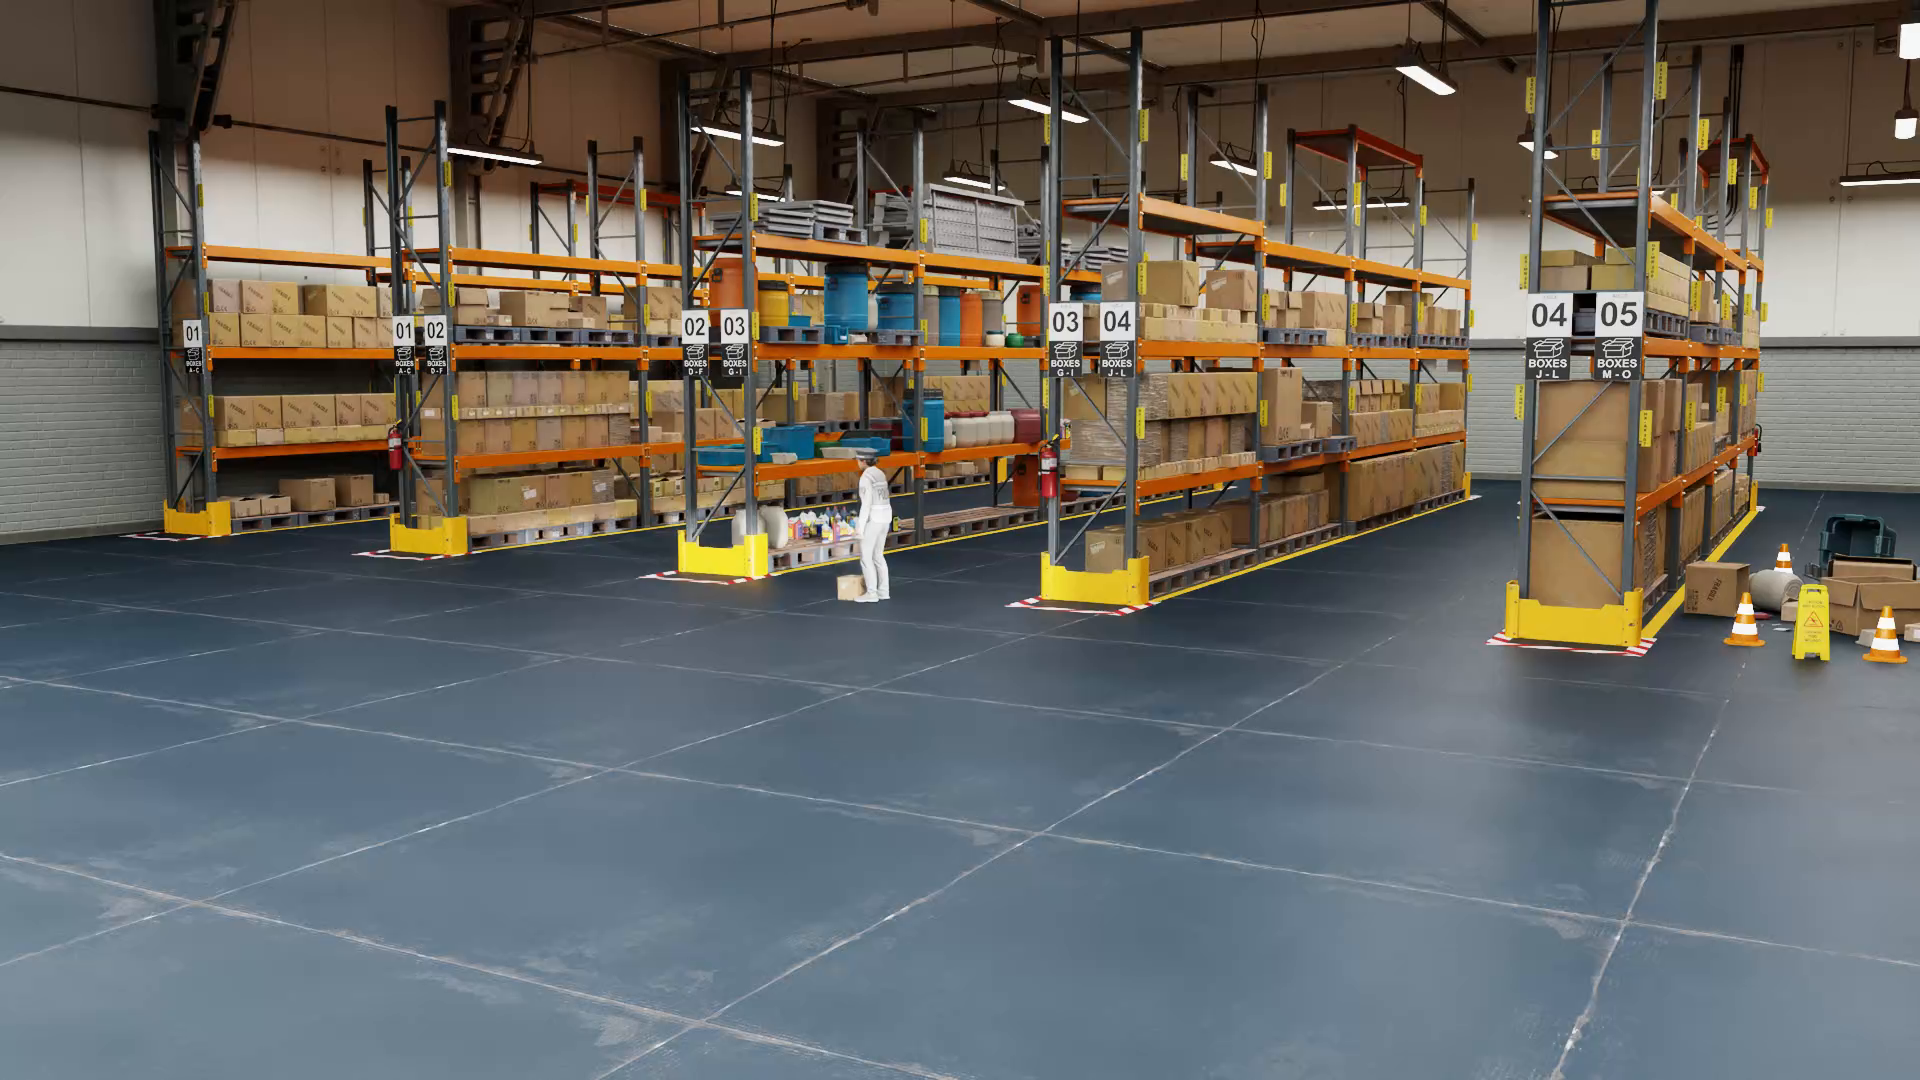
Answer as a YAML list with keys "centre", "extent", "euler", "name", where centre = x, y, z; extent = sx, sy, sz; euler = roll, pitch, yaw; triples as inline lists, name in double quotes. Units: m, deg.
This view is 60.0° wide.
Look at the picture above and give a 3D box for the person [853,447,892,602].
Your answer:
- centre: [-0.945, -0.168, 17.941]
  extent: [0.375, 1.662, 0.529]
  euler: [3, 7, 26]
  name: "person"
